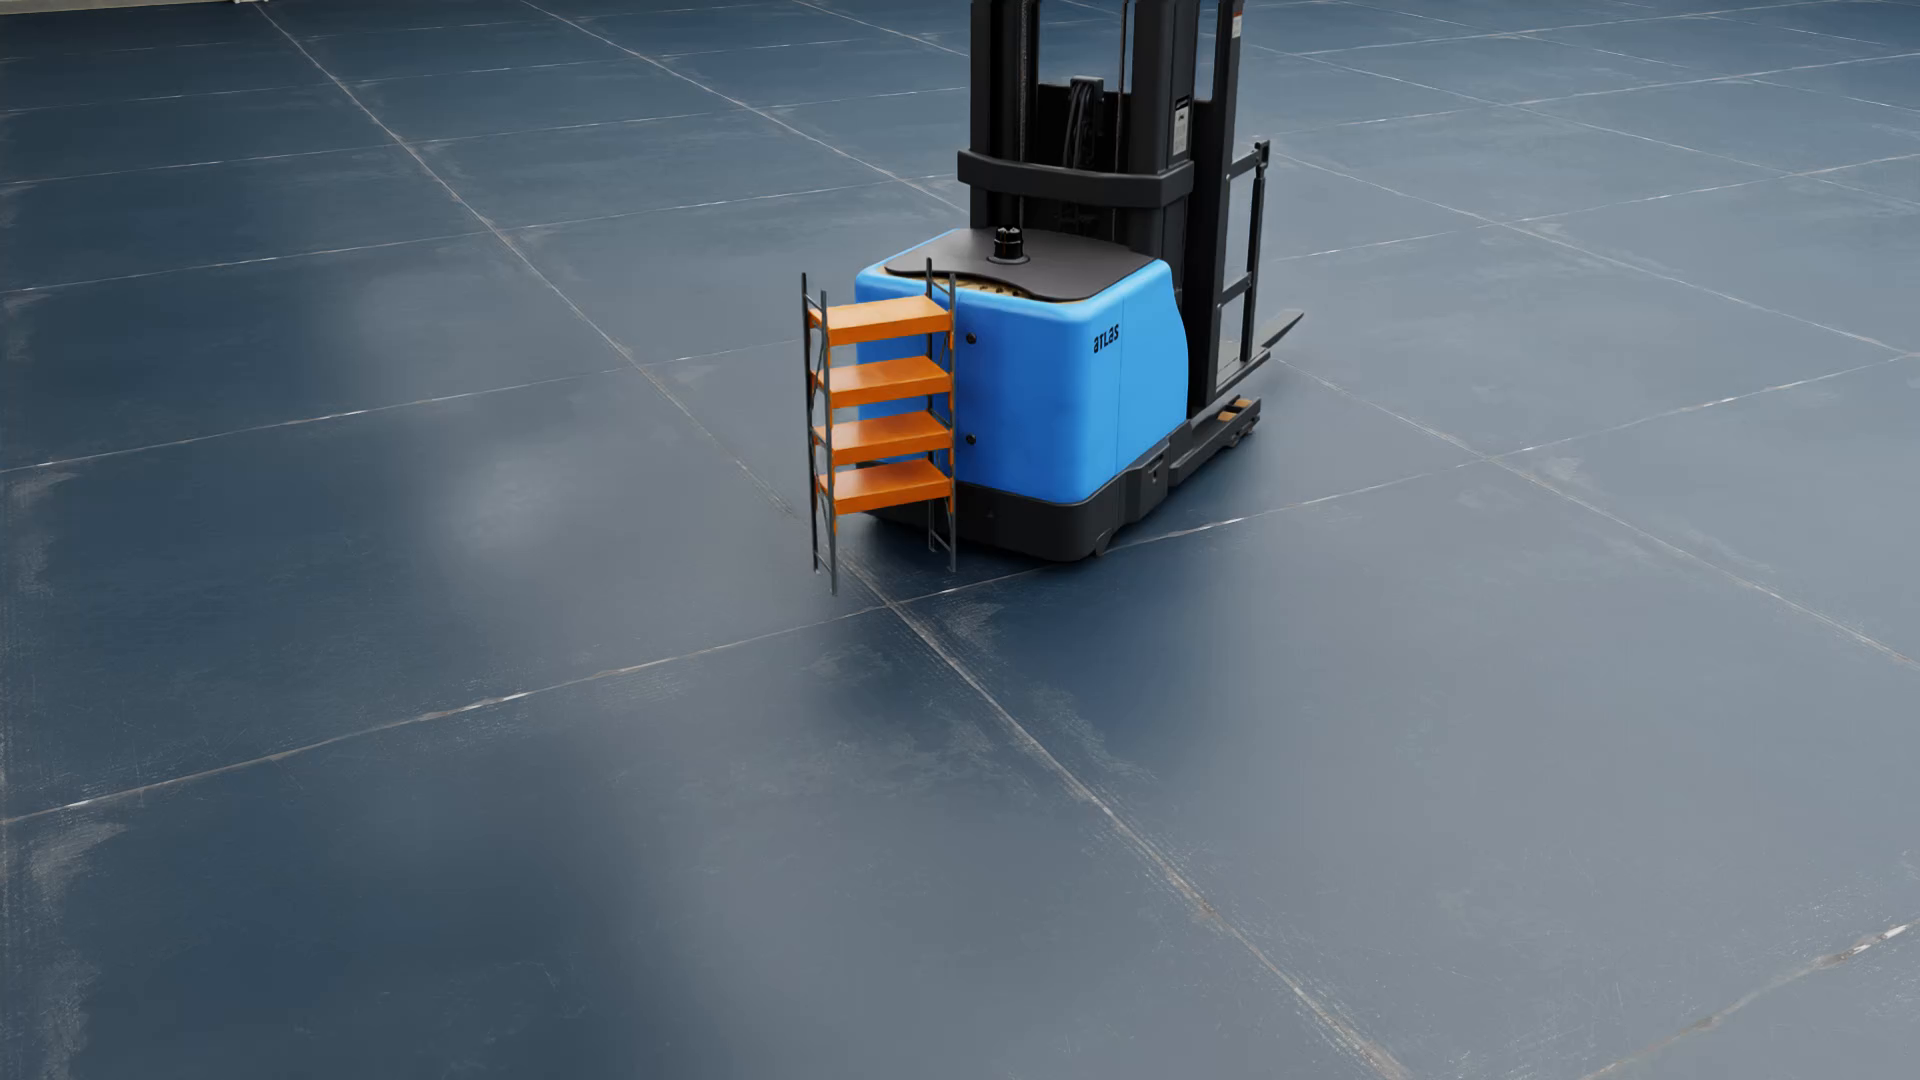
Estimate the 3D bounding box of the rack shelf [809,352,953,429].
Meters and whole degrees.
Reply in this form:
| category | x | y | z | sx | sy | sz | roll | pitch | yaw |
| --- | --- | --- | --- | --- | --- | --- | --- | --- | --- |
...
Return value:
| category | x | y | z | sx | sy | sz | roll | pitch | yaw |
| --- | --- | --- | --- | --- | --- | --- | --- | --- | --- |
| rack shelf | -0.295 | -0.558 | 6.164 | 0.480 | 0.148 | 0.258 | -11 | 28 | -21 |

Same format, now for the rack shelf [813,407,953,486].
| category | x | y | z | sx | sy | sz | roll | pitch | yaw |
| --- | --- | --- | --- | --- | --- | --- | --- | --- | --- |
| rack shelf | -0.295 | -0.356 | 6.261 | 0.480 | 0.148 | 0.258 | -11 | 28 | -21 |

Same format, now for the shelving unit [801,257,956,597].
| category | x | y | z | sx | sy | sz | roll | pitch | yaw |
| --- | --- | --- | --- | --- | --- | --- | --- | --- | --- |
| shelving unit | -0.295 | -0.417 | 6.232 | 0.503 | 1.200 | 0.258 | -11 | 28 | -21 |

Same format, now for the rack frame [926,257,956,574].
| category | x | y | z | sx | sy | sz | roll | pitch | yaw |
| --- | --- | --- | --- | --- | --- | --- | --- | --- | --- |
| rack frame | -0.072 | -0.459 | 6.319 | 0.015 | 1.200 | 0.240 | -11 | 28 | -21 |

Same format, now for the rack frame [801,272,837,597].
| category | x | y | z | sx | sy | sz | roll | pitch | yaw |
| --- | --- | --- | --- | --- | --- | --- | --- | --- | --- |
| rack frame | -0.519 | -0.375 | 6.144 | 0.015 | 1.200 | 0.240 | -11 | 28 | -21 |

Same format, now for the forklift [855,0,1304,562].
| category | x | y | z | sx | sy | sz | roll | pitch | yaw |
| --- | --- | --- | --- | --- | --- | --- | --- | --- | --- |
| forklift | 0.753 | -1.835 | 7.186 | 1.130 | 2.935 | 3.031 | 14 | 29 | 27 |

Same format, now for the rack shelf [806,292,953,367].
| category | x | y | z | sx | sy | sz | roll | pitch | yaw |
| --- | --- | --- | --- | --- | --- | --- | --- | --- | --- |
| rack shelf | -0.295 | -0.771 | 6.062 | 0.480 | 0.148 | 0.258 | -11 | 28 | -21 |

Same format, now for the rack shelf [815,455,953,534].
| category | x | y | z | sx | sy | sz | roll | pitch | yaw |
| --- | --- | --- | --- | --- | --- | --- | --- | --- | --- |
| rack shelf | -0.295 | -0.177 | 6.347 | 0.480 | 0.148 | 0.258 | -11 | 28 | -21 |

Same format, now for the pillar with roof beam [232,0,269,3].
| category | x | y | z | sx | sy | sz | roll | pitch | yaw |
| --- | --- | --- | --- | --- | --- | --- | --- | --- | --- |
| pillar with roof beam | -6.856 | -9.163 | 15.437 | 0.400 | 9.000 | 9.100 | -13 | 29 | -25 |
